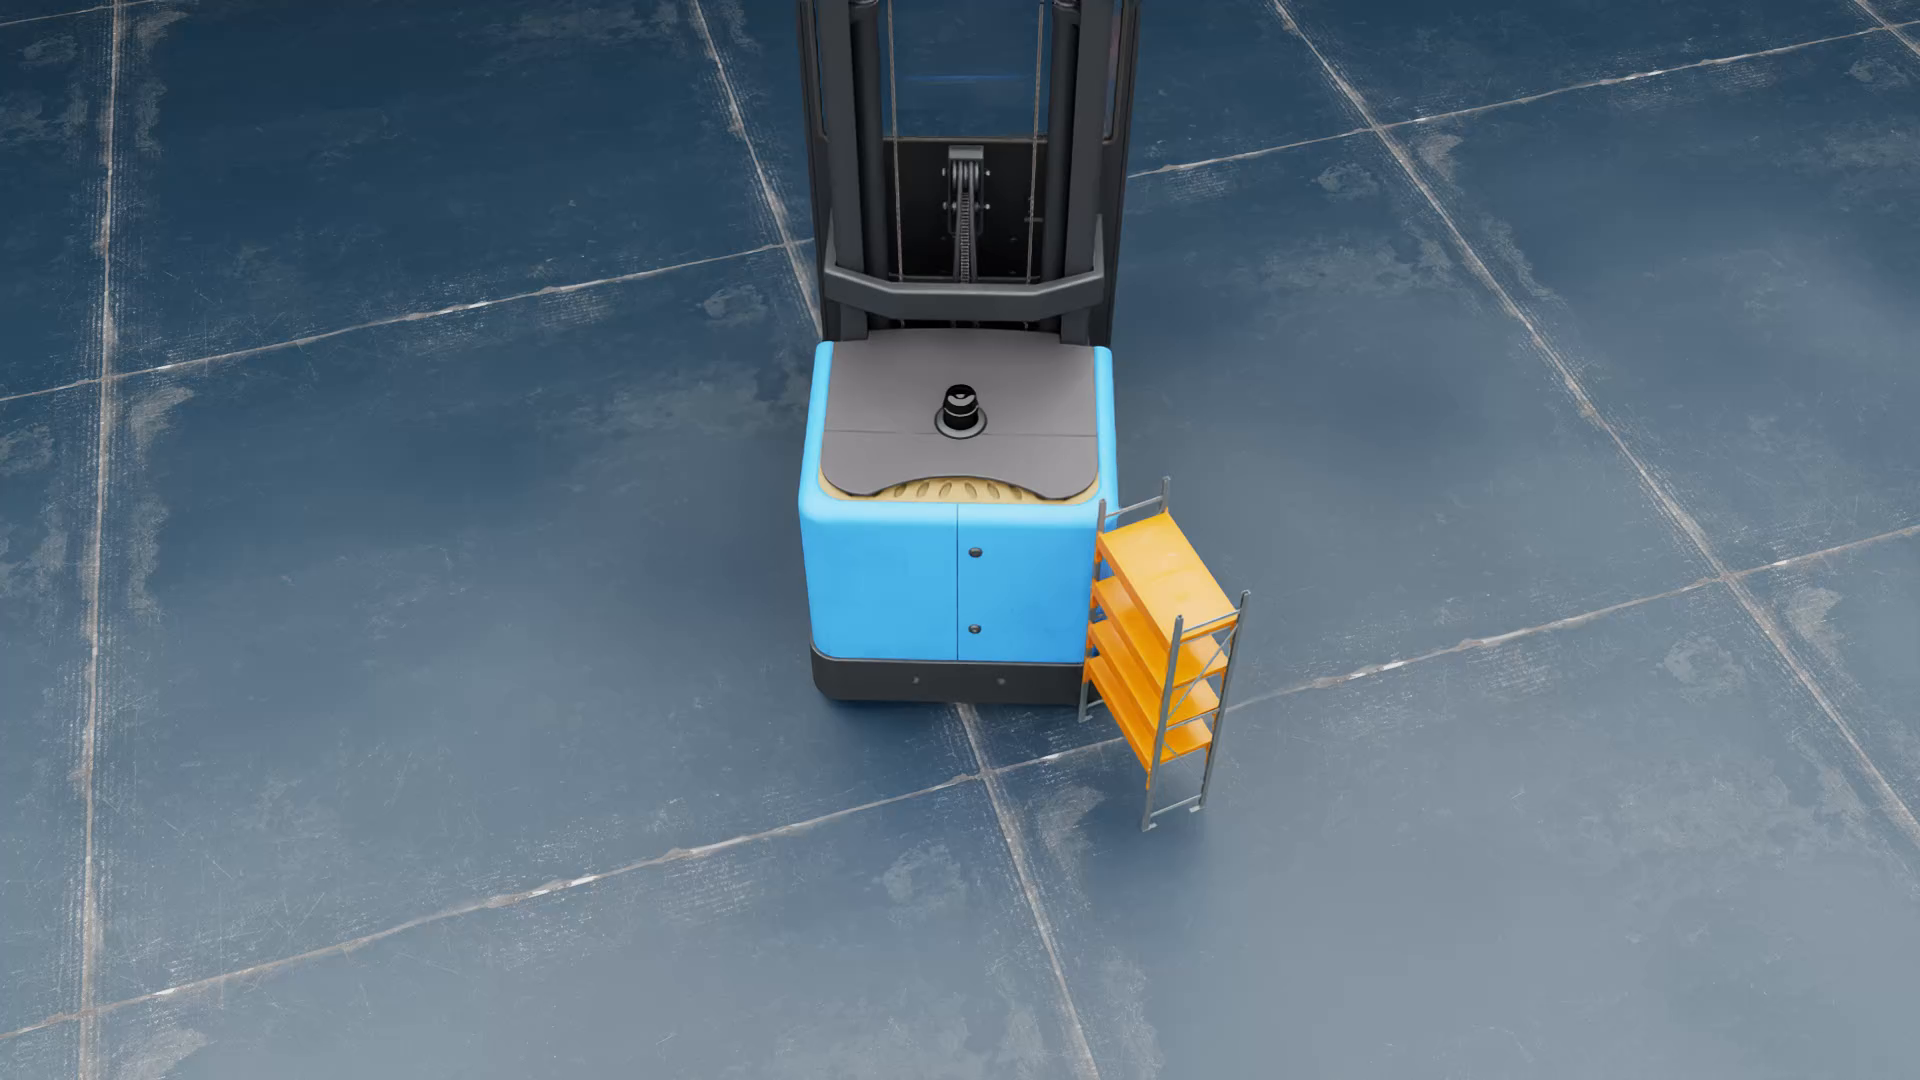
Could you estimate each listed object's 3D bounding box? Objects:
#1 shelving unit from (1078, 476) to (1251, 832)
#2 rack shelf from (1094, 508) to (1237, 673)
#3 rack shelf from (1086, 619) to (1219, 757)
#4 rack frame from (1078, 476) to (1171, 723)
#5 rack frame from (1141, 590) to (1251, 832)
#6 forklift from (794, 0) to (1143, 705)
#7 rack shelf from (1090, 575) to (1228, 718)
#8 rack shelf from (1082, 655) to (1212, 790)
[{"bbox_3d":[0.635,0.402,5.416,0.258,1.200,0.503,-19,52,-15],"label":"shelving unit"},{"bbox_3d":[0.635,0.149,5.115,0.258,0.148,0.480,-19,52,-15],"label":"rack shelf"},{"bbox_3d":[0.635,0.446,5.467,0.258,0.148,0.480,-19,52,-15],"label":"rack shelf"},{"bbox_3d":[0.537,0.232,5.560,0.240,1.200,0.015,-19,52,-15],"label":"rack frame"},{"bbox_3d":[0.734,0.573,5.272,0.240,1.200,0.015,-19,52,-15],"label":"rack frame"},{"bbox_3d":[0.032,-1.474,5.865,1.130,2.935,3.031,1,50,1],"label":"forklift"},{"bbox_3d":[0.635,0.302,5.296,0.258,0.148,0.480,-19,52,-15],"label":"rack shelf"},{"bbox_3d":[0.636,0.574,5.619,0.258,0.148,0.480,-19,52,-15],"label":"rack shelf"}]
